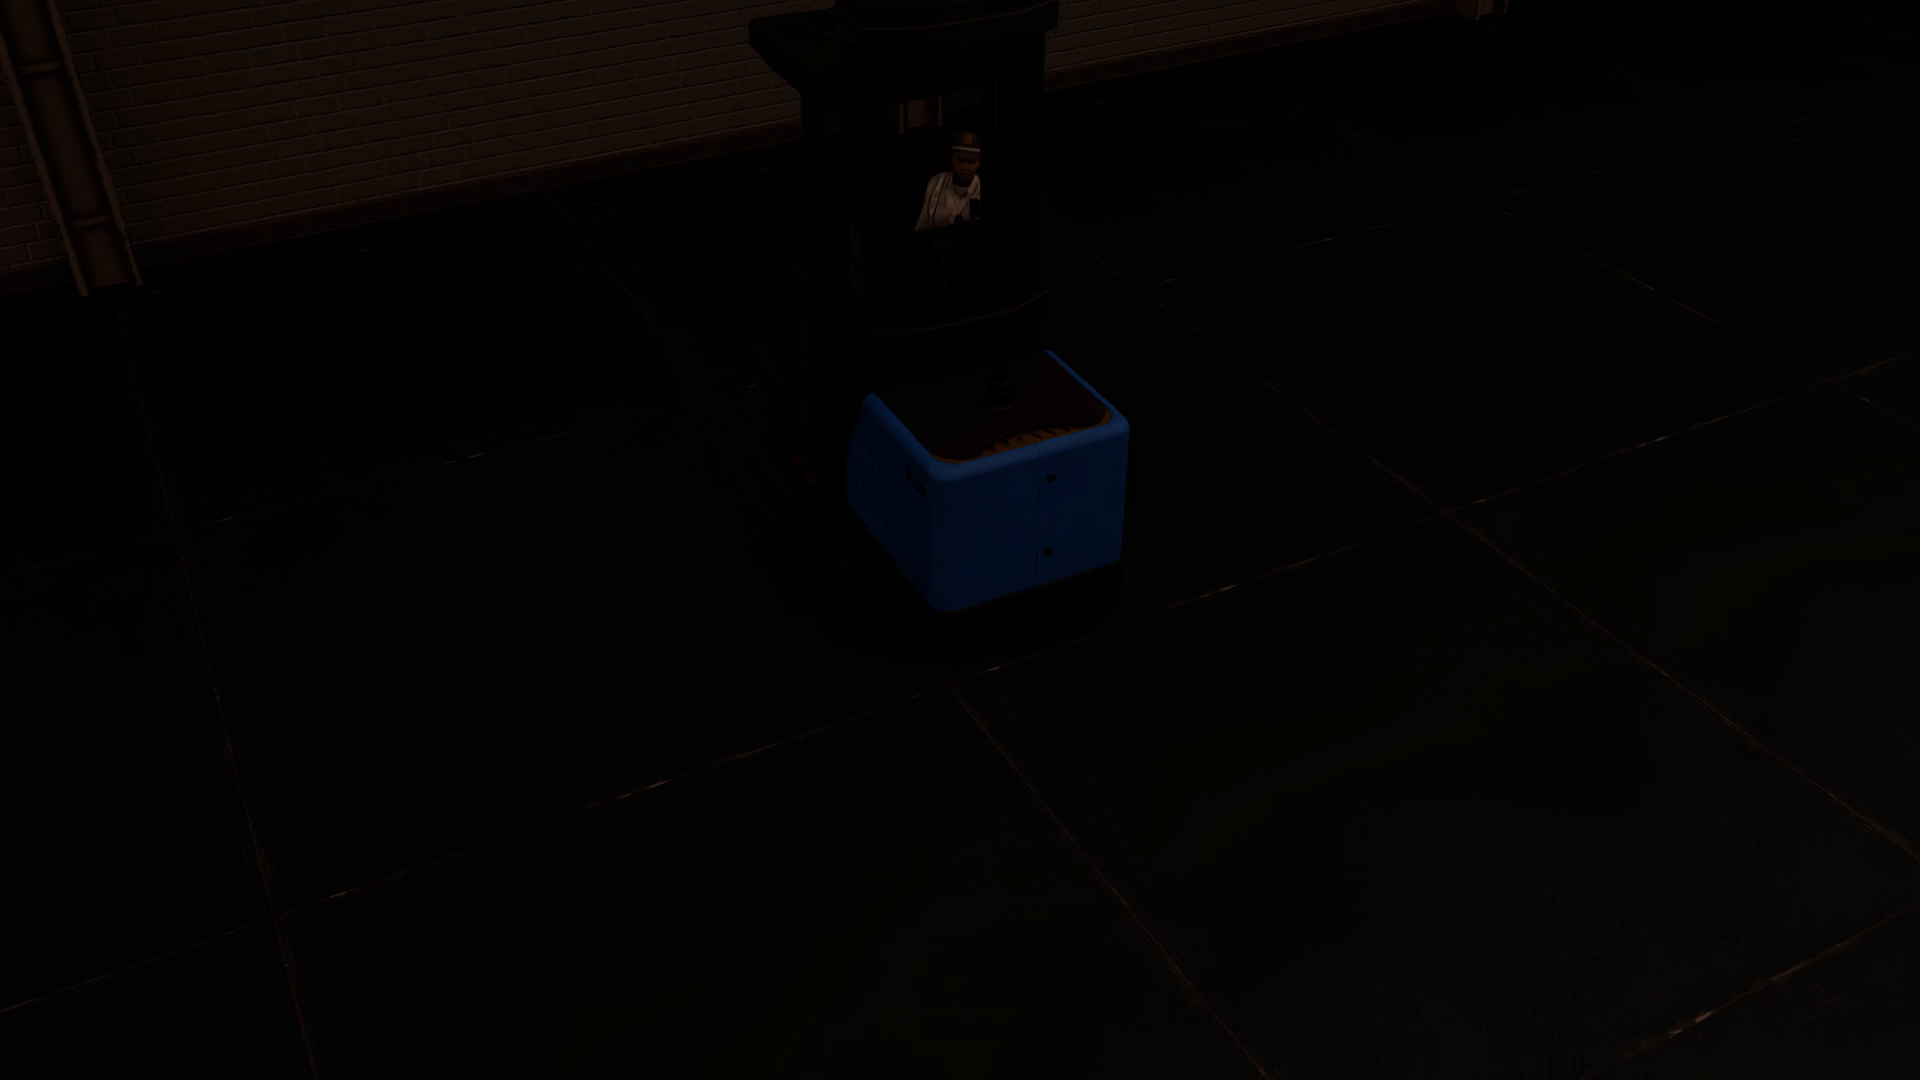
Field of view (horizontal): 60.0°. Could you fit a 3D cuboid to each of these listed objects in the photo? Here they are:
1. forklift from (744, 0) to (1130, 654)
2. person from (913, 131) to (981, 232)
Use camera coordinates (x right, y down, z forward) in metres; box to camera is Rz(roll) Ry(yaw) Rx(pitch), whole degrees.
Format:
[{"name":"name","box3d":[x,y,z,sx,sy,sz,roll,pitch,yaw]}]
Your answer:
[{"name":"forklift","box3d":[-0.316,-1.499,8.243,1.130,2.935,3.031,-16,38,-21]},{"name":"person","box3d":[-0.035,-1.422,9.107,0.588,1.661,0.552,9,36,13]}]
